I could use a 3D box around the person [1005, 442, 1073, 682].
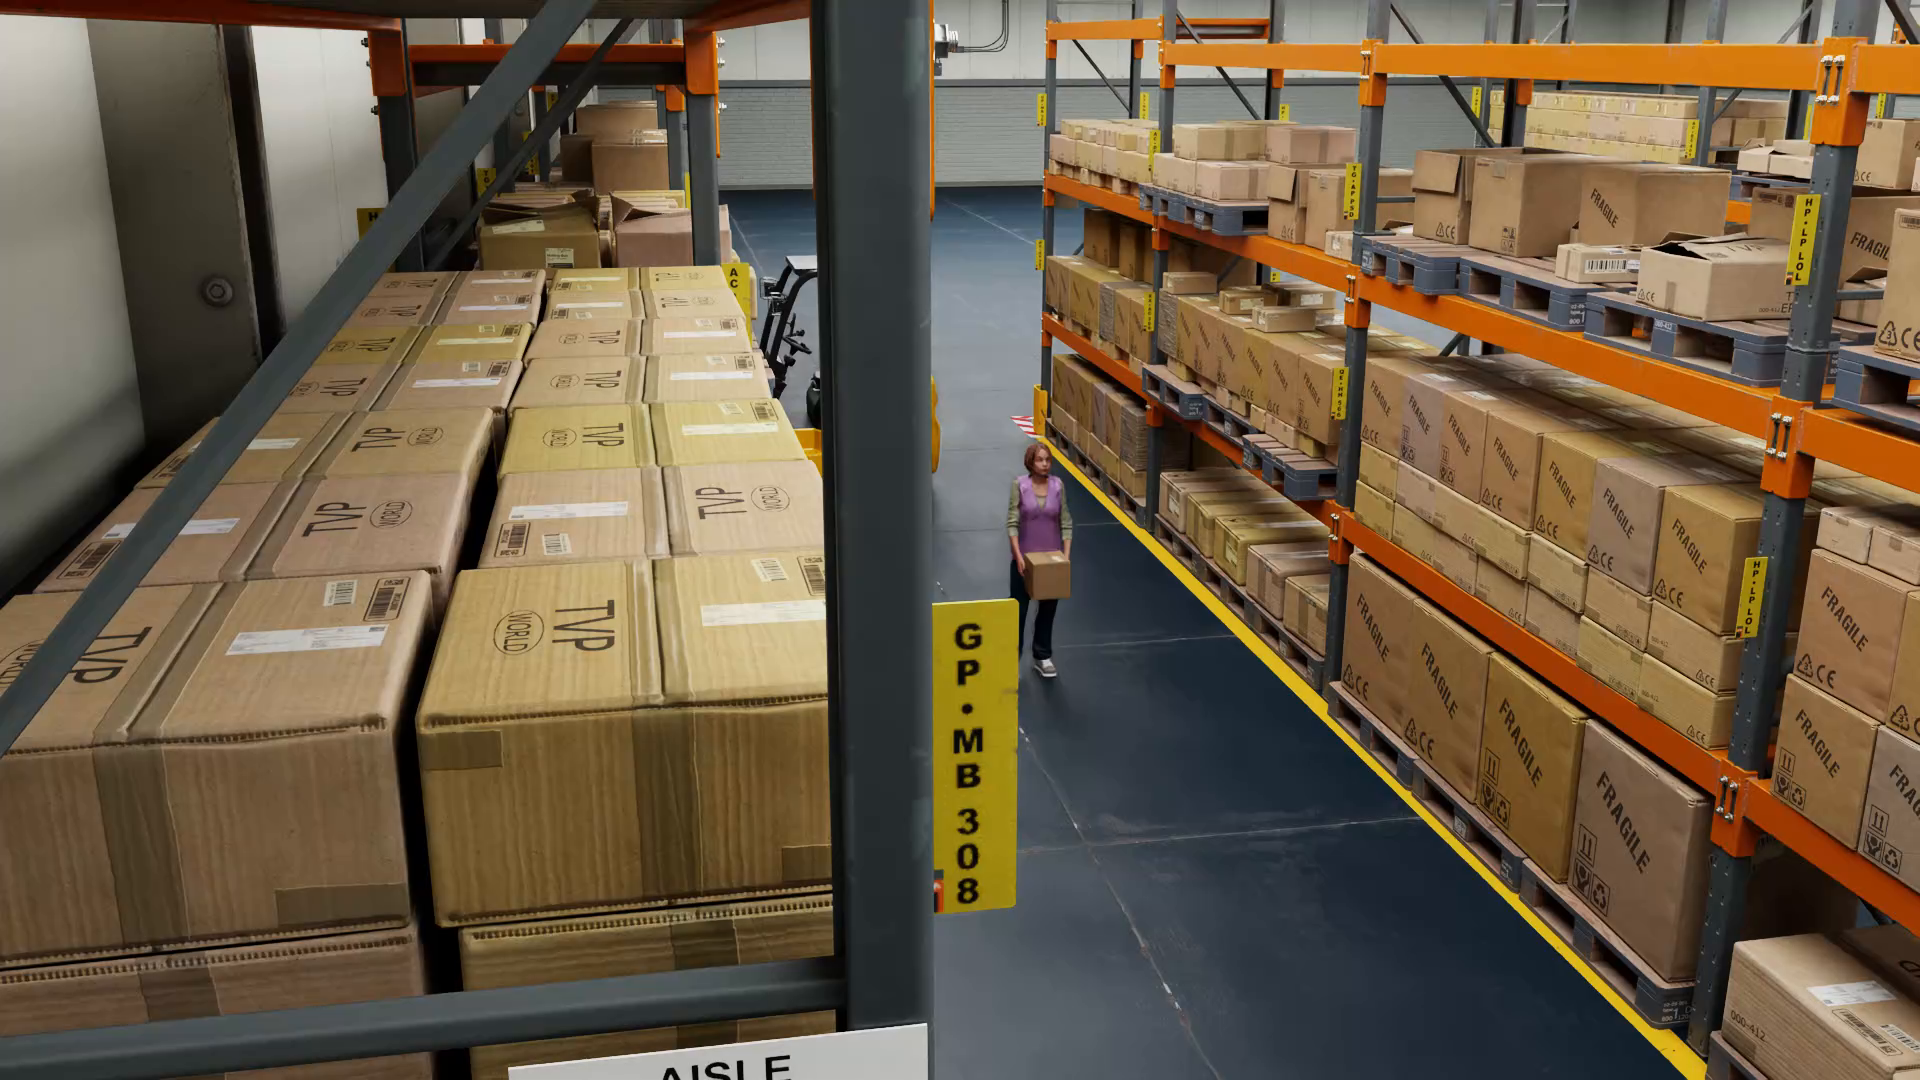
[{"bbox_3d":[0.522,0.146,11.056,0.477,1.601,0.388,-3,17,-10],"label":"person"}]
